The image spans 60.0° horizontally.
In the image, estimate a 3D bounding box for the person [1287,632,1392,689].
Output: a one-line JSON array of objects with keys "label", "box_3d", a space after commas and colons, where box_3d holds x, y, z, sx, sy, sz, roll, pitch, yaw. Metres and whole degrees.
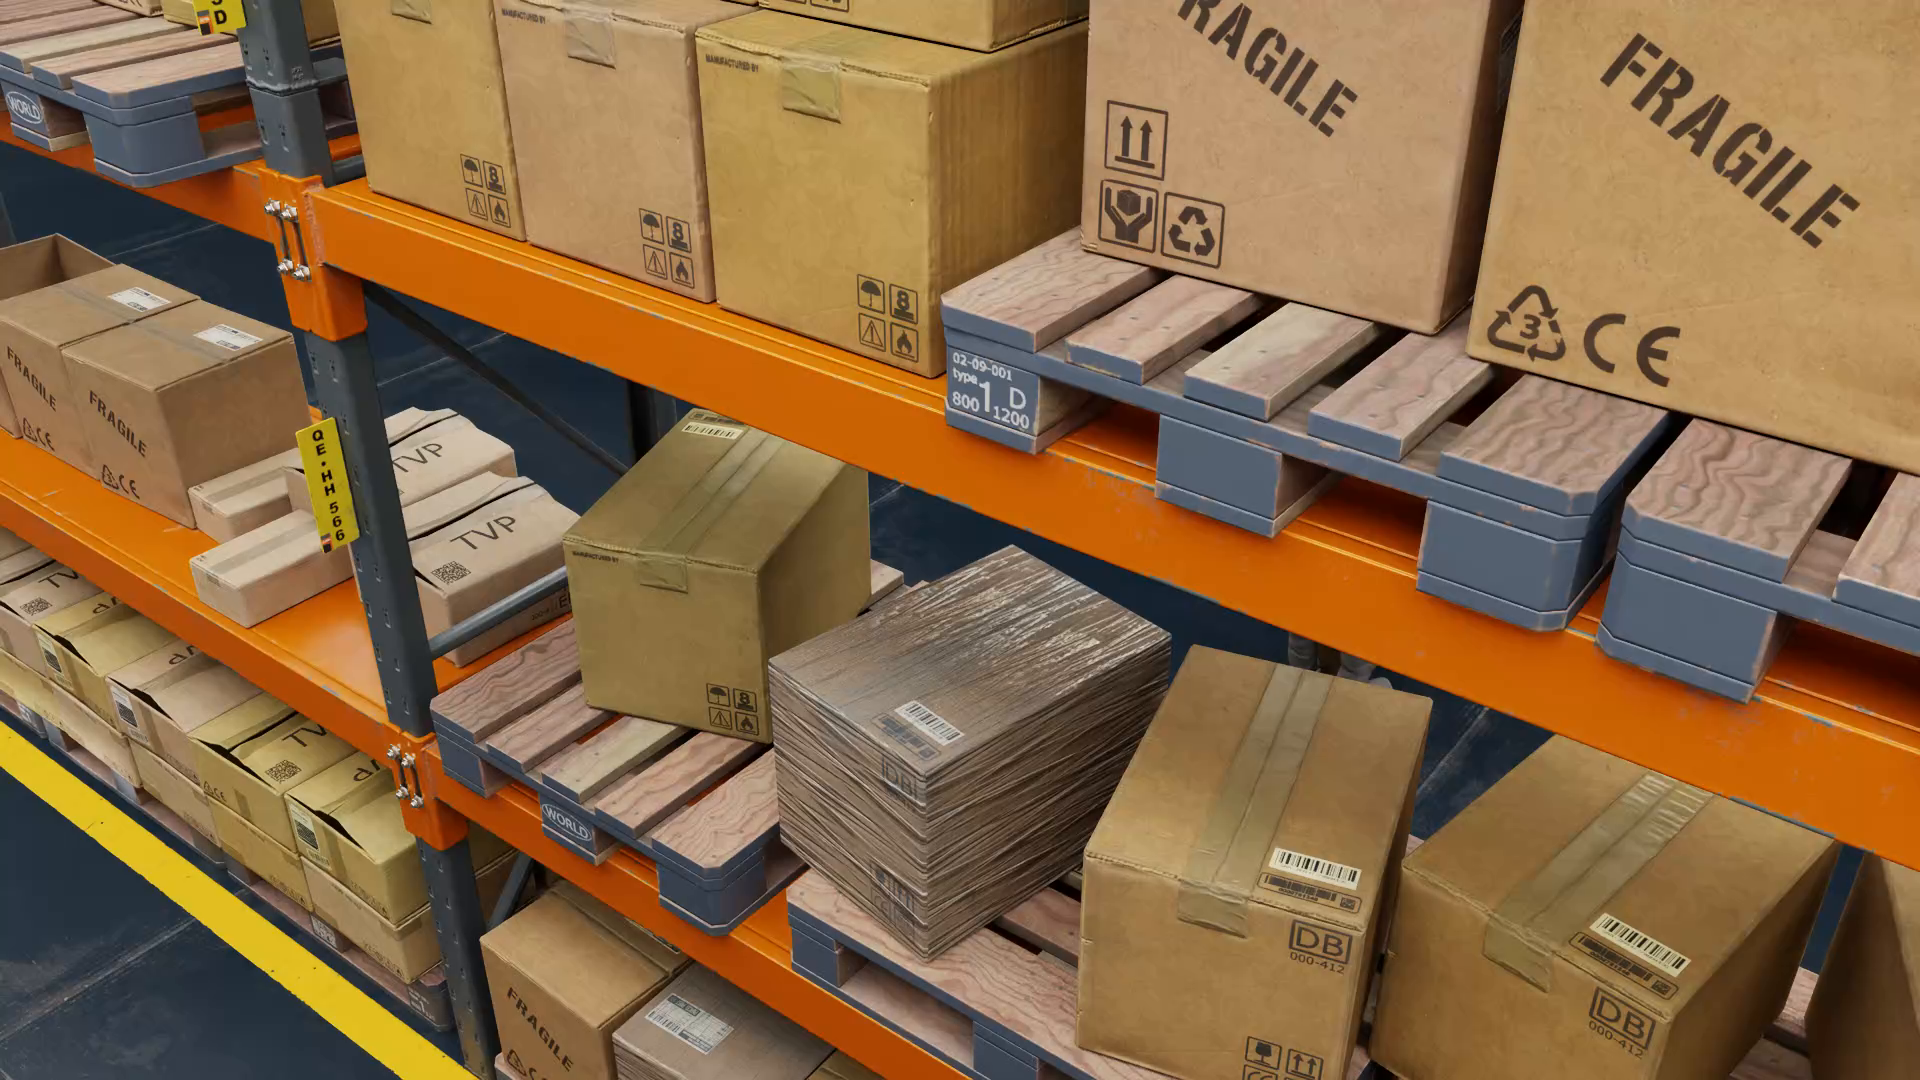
[{"label": "person", "box_3d": [1.465, -0.112, 6.319, 0.530, 1.659, 0.428, 19, 36, 28]}]
